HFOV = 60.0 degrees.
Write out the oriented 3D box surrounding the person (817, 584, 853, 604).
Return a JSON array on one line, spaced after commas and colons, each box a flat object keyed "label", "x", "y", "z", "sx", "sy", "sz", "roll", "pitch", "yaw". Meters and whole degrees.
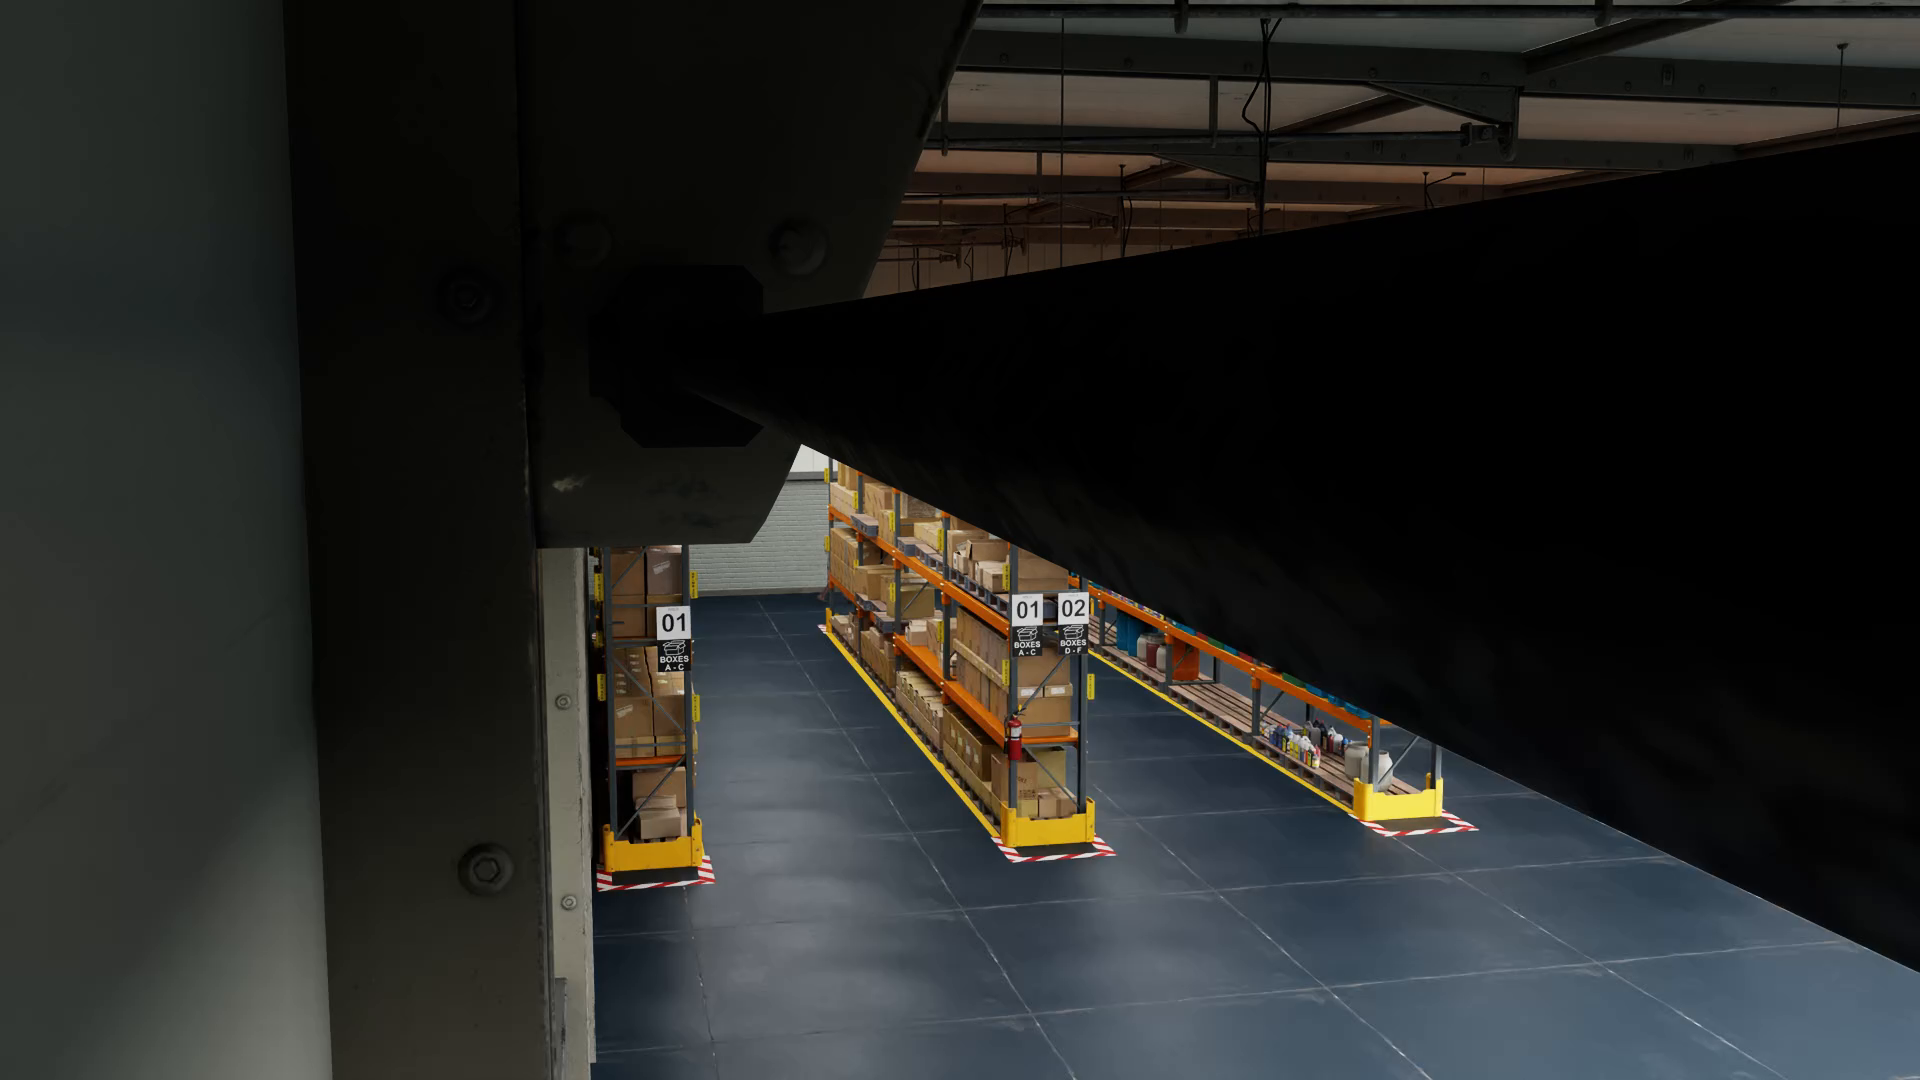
[{"label": "person", "x": -2.948, "y": 0.726, "z": 40.181, "sx": 1.015, "sy": 1.680, "sz": 0.604, "roll": 1, "pitch": 7, "yaw": 6}]
